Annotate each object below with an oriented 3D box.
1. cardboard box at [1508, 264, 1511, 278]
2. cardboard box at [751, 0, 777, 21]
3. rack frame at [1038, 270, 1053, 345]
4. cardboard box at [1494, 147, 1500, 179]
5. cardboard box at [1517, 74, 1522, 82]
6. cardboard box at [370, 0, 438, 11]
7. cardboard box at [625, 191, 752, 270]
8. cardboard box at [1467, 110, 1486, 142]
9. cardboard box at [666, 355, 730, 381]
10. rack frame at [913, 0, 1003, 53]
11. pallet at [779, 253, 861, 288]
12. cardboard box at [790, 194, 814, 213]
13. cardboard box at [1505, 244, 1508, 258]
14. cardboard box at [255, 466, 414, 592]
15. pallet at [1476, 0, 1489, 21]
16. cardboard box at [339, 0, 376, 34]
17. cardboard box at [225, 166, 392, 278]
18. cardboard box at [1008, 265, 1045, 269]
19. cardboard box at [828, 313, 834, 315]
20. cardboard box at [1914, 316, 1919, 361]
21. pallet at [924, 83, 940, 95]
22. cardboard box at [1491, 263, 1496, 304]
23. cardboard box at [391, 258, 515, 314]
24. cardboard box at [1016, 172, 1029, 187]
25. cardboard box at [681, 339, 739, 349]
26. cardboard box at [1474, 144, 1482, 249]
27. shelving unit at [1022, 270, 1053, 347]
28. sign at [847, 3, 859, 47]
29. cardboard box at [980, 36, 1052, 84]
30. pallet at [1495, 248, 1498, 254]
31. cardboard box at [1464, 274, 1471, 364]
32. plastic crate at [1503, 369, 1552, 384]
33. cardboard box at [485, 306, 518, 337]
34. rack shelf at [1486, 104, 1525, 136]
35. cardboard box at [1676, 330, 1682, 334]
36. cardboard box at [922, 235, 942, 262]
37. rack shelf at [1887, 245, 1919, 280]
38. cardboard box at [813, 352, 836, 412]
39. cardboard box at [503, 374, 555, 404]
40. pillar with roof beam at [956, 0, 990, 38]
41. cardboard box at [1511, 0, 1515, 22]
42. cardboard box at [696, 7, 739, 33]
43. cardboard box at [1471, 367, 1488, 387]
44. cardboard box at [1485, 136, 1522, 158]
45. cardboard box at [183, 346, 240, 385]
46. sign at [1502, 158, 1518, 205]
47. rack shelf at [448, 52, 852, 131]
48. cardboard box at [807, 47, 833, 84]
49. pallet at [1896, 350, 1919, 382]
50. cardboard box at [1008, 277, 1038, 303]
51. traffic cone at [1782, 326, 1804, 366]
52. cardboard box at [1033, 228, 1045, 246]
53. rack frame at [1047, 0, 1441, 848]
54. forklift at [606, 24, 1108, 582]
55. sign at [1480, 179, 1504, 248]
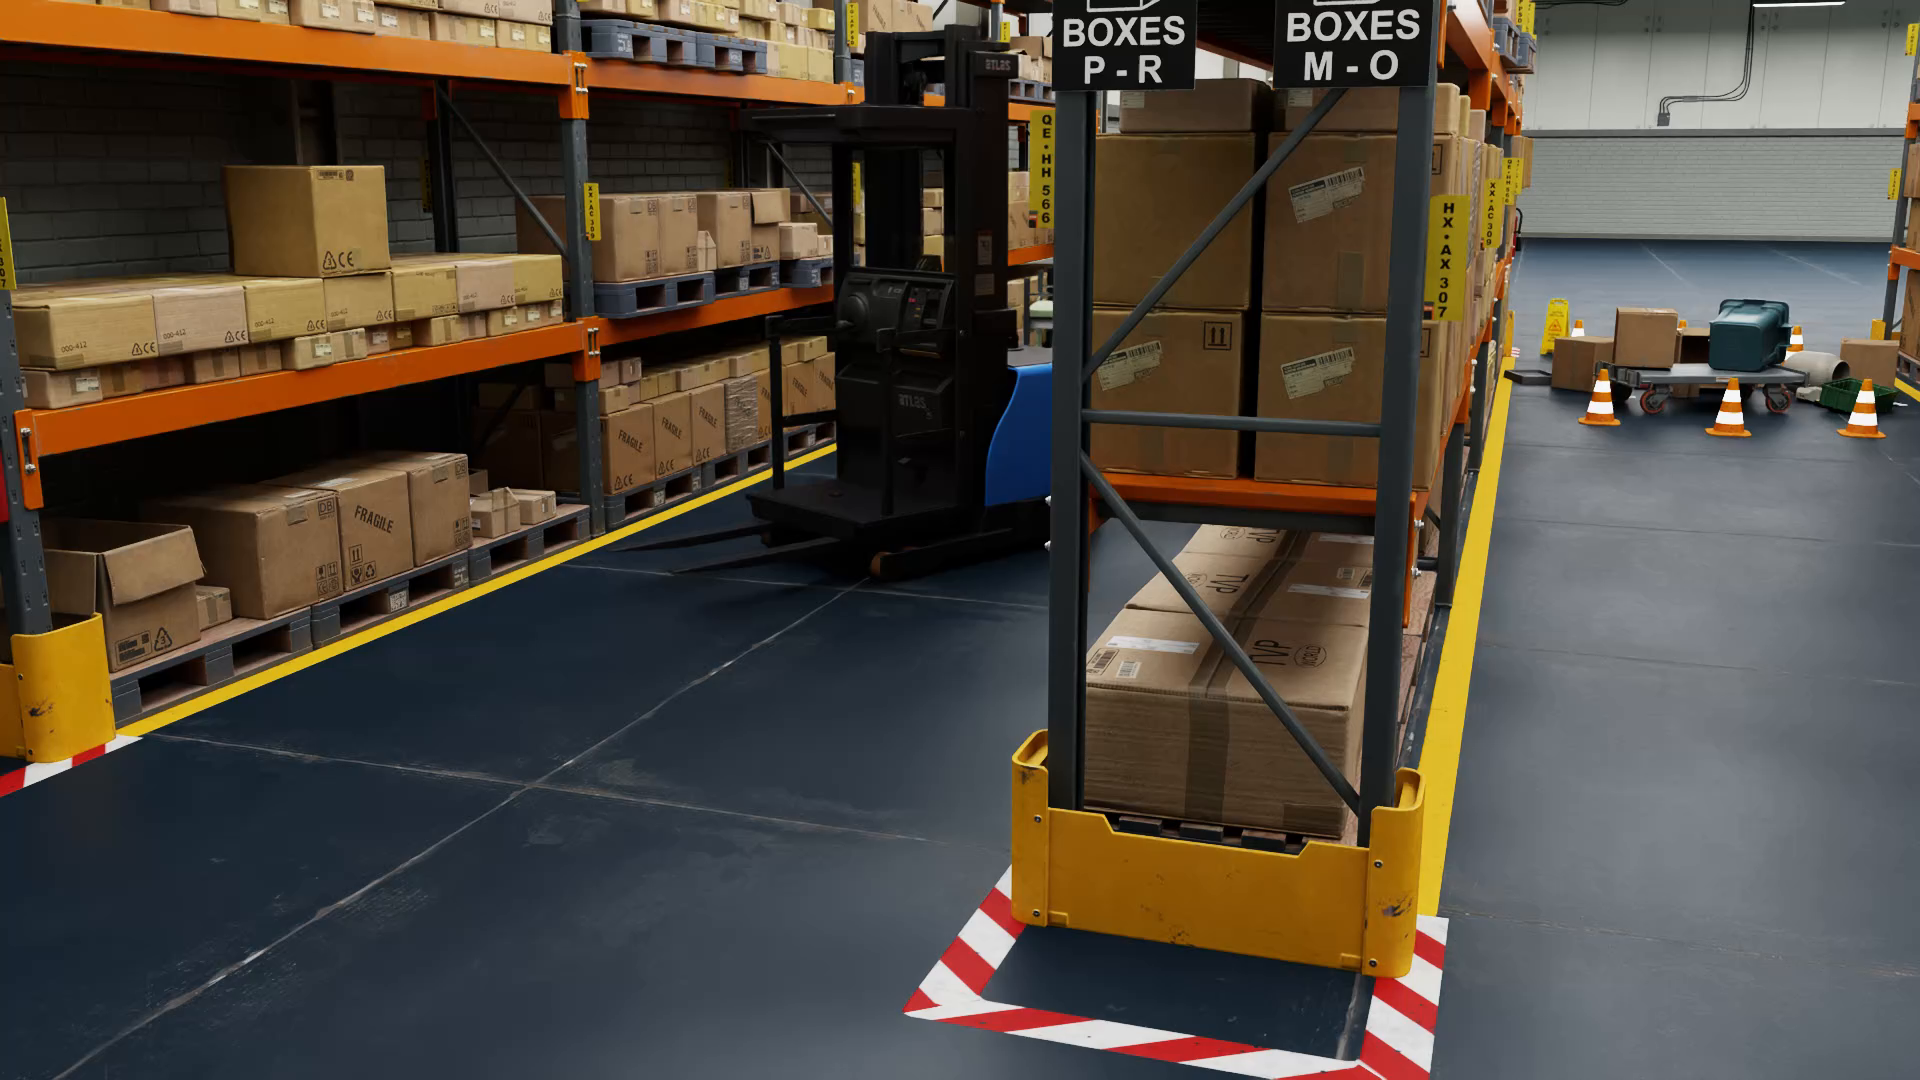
[{"bbox_3d":[5.862,-2.965,18.329,0.380,0.149,0.250,5,14,20],"label":"cardboard box"},{"bbox_3d":[-1.528,-3.776,11.820,0.380,0.149,0.250,4,13,17],"label":"cardboard box"},{"bbox_3d":[0.723,-1.076,11.332,0.400,1.500,0.023,2,13,9],"label":"rack frame"},{"bbox_3d":[3.096,-2.200,10.413,0.500,0.500,0.500,4,14,18],"label":"cardboard box"},{"bbox_3d":[5.037,-4.453,15.686,0.500,0.250,0.500,4,13,17],"label":"cardboard box"},{"bbox_3d":[-2.905,-2.716,8.073,0.500,0.250,0.500,5,14,20],"label":"cardboard box"},{"bbox_3d":[-1.861,-2.132,11.418,0.700,0.500,0.500,4,14,18],"label":"cardboard box"},{"bbox_3d":[2.249,-1.926,7.758,0.380,0.149,0.250,4,13,17],"label":"cardboard box"},{"bbox_3d":[-1.860,-1.215,11.788,0.380,0.149,0.250,4,14,19],"label":"cardboard box"},{"bbox_3d":[-0.062,-6.127,16.611,1.000,3.000,0.127,4,14,18],"label":"rack frame"},{"bbox_3d":[-1.509,-2.119,12.963,1.213,0.211,1.003,4,14,18],"label":"pallet"},{"bbox_3d":[-1.443,-2.809,13.869,0.380,0.149,0.250,5,14,20],"label":"cardboard box"},{"bbox_3d":[5.041,-2.767,15.934,0.380,0.149,0.250,4,14,18],"label":"cardboard box"},{"bbox_3d":[-3.078,-0.065,8.207,0.500,0.500,0.500,5,14,19],"label":"cardboard box"},{"bbox_3d":[1.772,-2.409,7.261,1.003,0.211,1.213,4,14,18],"label":"pallet"},{"bbox_3d":[-2.958,-2.435,7.739,0.380,0.149,0.250,5,14,20],"label":"cardboard box"},{"bbox_3d":[-3.058,-1.506,7.827,0.500,0.500,0.500,5,14,20],"label":"cardboard box"},{"bbox_3d":[0.739,-3.204,20.271,0.500,0.250,0.500,4,14,18],"label":"cardboard box"},{"bbox_3d":[-0.720,-1.818,15.604,0.875,0.625,0.625,4,13,16],"label":"cardboard box"},{"bbox_3d":[10.207,-2.189,16.669,0.875,0.875,0.875,4,13,18],"label":"cardboard box"},{"bbox_3d":[-0.863,-4.116,14.963,1.003,0.211,1.213,5,14,21],"label":"pallet"},{"bbox_3d":[3.273,-1.697,11.019,0.500,0.250,0.500,5,14,19],"label":"cardboard box"},{"bbox_3d":[-2.733,-1.359,8.869,0.500,0.250,0.500,4,14,19],"label":"cardboard box"},{"bbox_3d":[0.575,-3.921,18.076,0.380,0.149,0.250,5,14,20],"label":"cardboard box"},{"bbox_3d":[-1.936,-1.463,12.874,0.380,0.149,0.250,5,14,19],"label":"cardboard box"},{"bbox_3d":[1.984,-1.472,7.226,0.500,0.500,0.500,4,13,18],"label":"cardboard box"},{"bbox_3d":[0.663,-0.996,10.980,0.431,1.500,0.755,2,13,9],"label":"shelving unit"},{"bbox_3d":[-0.844,-4.035,13.025,0.100,0.325,0.005,4,14,18],"label":"sign"},{"bbox_3d":[0.668,-5.371,18.640,0.797,0.503,0.637,5,14,20],"label":"cardboard box"},{"bbox_3d":[3.943,-2.330,13.887,1.003,0.211,1.213,4,14,18],"label":"pallet"},{"bbox_3d":[1.978,-0.986,7.341,0.500,0.500,0.500,4,13,17],"label":"cardboard box"},{"bbox_3d":[5.919,-1.694,17.231,0.402,0.080,0.583,0,13,-1],"label":"plastic crate"},{"bbox_3d":[-2.640,-1.198,9.059,0.380,0.149,0.250,5,14,20],"label":"cardboard box"},{"bbox_3d":[5.283,-4.379,17.308,1.077,0.370,4.000,4,14,18],"label":"rack shelf"},{"bbox_3d":[7.757,-1.919,17.265,0.797,0.503,0.637,-5,14,-21],"label":"cardboard box"},{"bbox_3d":[-0.485,-2.687,15.356,0.500,0.250,0.500,5,14,20],"label":"cardboard box"},{"bbox_3d":[9.999,-2.581,16.173,1.077,0.370,4.000,4,14,18],"label":"rack shelf"},{"bbox_3d":[-1.290,-1.242,13.362,0.500,0.500,0.500,5,14,20],"label":"cardboard box"},{"bbox_3d":[-2.724,-0.975,10.733,0.380,0.149,0.250,4,14,18],"label":"cardboard box"},{"bbox_3d":[4.227,-6.578,18.585,9.100,9.000,0.400,4,14,18],"label":"pillar with roof beam"},{"bbox_3d":[3.045,-3.328,9.918,0.500,0.500,0.500,4,14,19],"label":"cardboard box"},{"bbox_3d":[-1.705,-3.471,11.111,0.380,0.149,0.250,5,14,20],"label":"cardboard box"},{"bbox_3d":[3.765,-1.202,13.474,0.950,0.372,0.625,4,13,17],"label":"cardboard box"},{"bbox_3d":[4.983,-3.604,15.899,0.700,0.500,0.500,4,14,18],"label":"cardboard box"},{"bbox_3d":[-3.349,-0.767,7.170,0.380,0.149,0.250,5,14,20],"label":"cardboard box"},{"bbox_3d":[3.868,-2.529,11.726,0.100,0.325,0.005,4,14,18],"label":"sign"},{"bbox_3d":[-2.004,-3.051,11.490,1.077,0.370,4.000,4,14,18],"label":"rack shelf"},{"bbox_3d":[-1.293,-3.624,12.722,0.500,0.250,0.500,4,13,17],"label":"cardboard box"},{"bbox_3d":[10.461,-1.820,17.486,1.003,0.211,1.213,4,14,18],"label":"pallet"},{"bbox_3d":[0.566,-2.741,18.243,0.500,0.250,0.500,4,14,18],"label":"cardboard box"},{"bbox_3d":[9.131,-2.107,18.179,0.336,0.463,0.334,4,14,18],"label":"traffic cone"},{"bbox_3d":[0.644,-3.544,18.548,0.500,0.500,0.500,4,14,18],"label":"cardboard box"},{"bbox_3d":[0.753,-0.319,4.647,1.000,3.000,0.127,4,14,18],"label":"rack frame"},{"bbox_3d":[-0.526,-1.332,9.239,3.031,2.935,1.130,-11,17,-41],"label":"forklift"},{"bbox_3d":[2.573,-1.583,8.058,0.100,0.325,0.005,4,14,18],"label":"sign"}]
